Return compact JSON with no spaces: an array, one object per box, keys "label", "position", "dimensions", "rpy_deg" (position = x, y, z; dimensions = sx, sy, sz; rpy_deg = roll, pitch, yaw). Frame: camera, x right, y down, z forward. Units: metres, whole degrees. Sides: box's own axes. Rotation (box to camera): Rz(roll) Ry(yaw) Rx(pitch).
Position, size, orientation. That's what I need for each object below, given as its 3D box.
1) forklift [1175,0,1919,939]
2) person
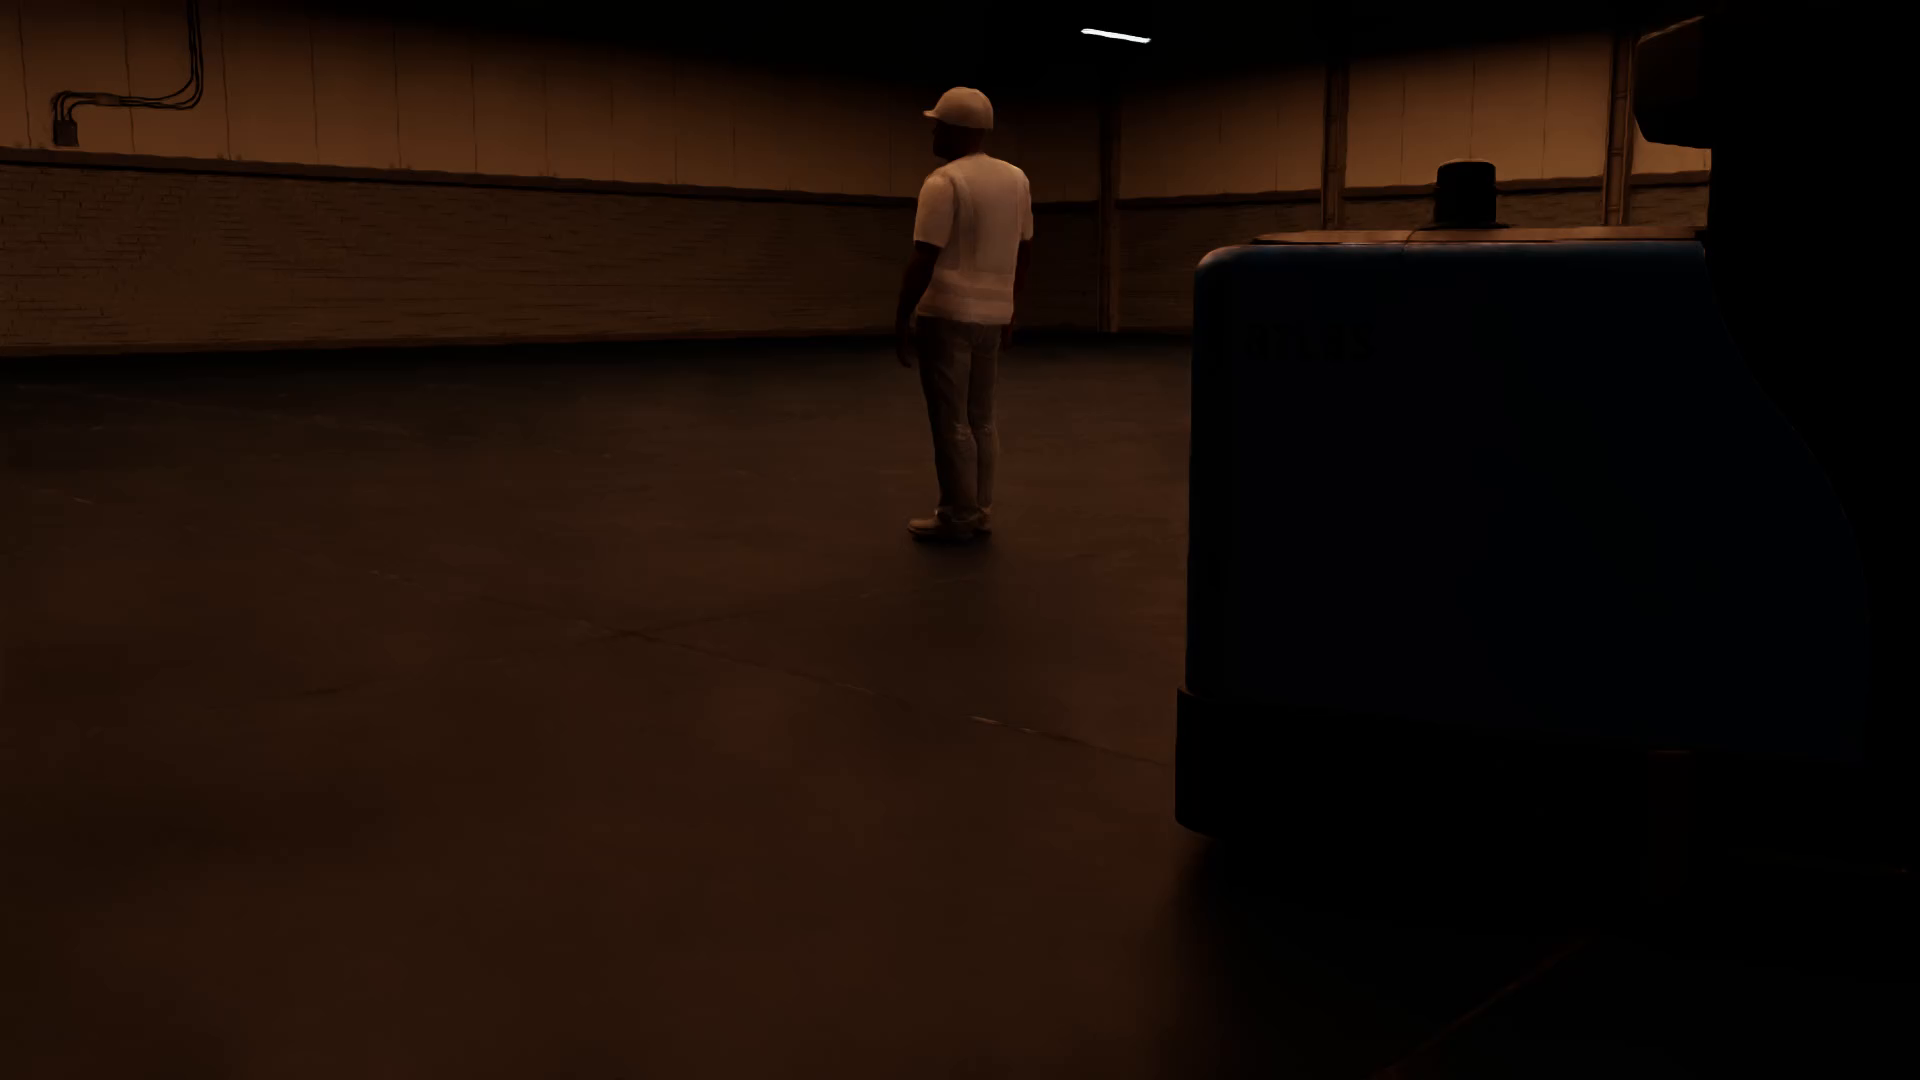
[{"label":"forklift","position":[1.945,-0.855,2.549],"dimensions":[3.031,2.935,1.130],"rpy_deg":[4,9,24]},{"label":"person","position":[-0.046,-0.888,6.636],"dimensions":[0.576,1.766,0.665],"rpy_deg":[8,12,43]}]
